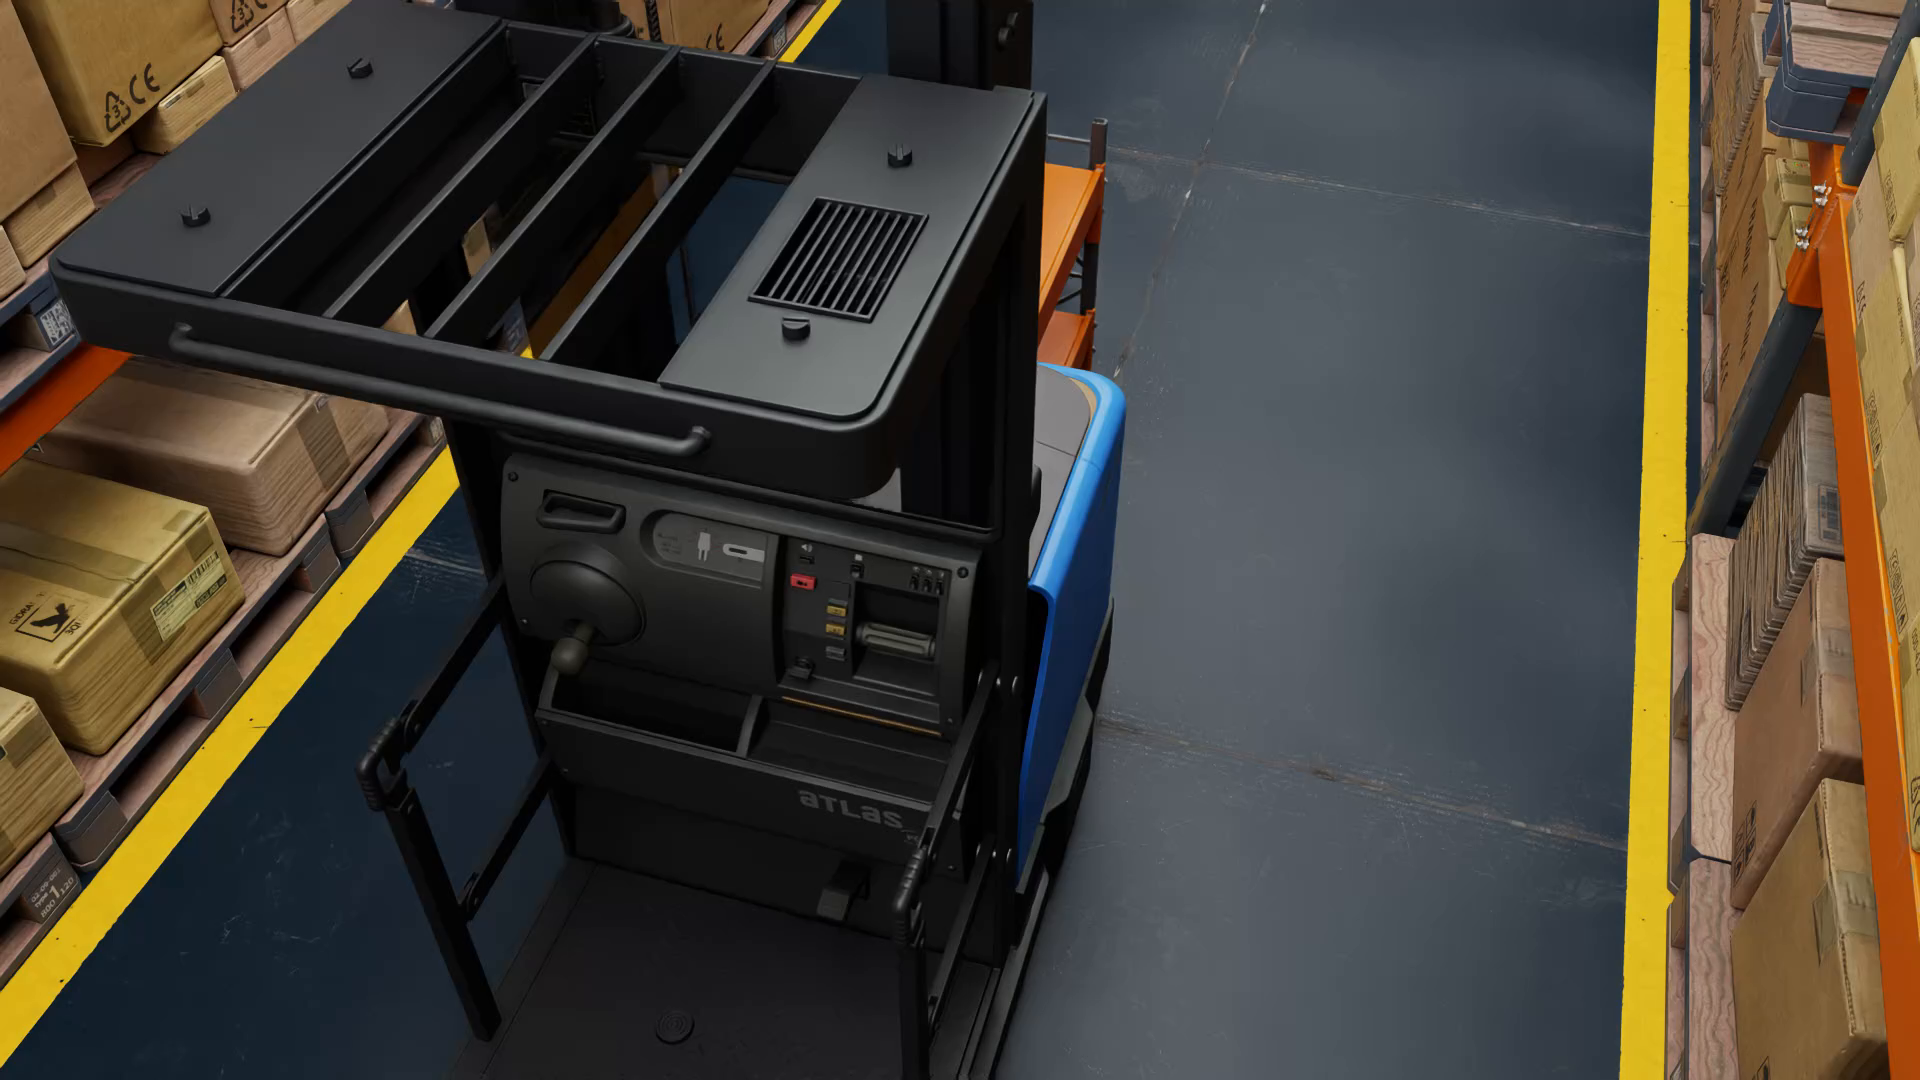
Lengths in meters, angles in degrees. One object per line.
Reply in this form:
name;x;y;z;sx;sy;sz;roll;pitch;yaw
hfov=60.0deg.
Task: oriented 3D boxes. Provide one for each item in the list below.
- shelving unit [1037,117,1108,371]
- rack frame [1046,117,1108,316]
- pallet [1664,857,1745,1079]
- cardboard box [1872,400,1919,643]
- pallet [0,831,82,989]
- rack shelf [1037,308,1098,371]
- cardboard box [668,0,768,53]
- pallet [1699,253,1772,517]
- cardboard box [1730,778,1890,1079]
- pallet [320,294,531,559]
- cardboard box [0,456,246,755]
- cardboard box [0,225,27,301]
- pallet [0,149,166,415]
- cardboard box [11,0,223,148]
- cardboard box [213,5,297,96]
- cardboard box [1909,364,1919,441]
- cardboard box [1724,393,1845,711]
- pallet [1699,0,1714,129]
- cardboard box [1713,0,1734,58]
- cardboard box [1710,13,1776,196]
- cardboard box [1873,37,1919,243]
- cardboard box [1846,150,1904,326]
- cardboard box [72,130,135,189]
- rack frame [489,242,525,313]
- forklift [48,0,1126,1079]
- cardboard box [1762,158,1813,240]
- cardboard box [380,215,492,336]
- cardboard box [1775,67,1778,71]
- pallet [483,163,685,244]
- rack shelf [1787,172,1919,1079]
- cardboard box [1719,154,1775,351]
shelving unit;0.048;-0.539;4.997;0.538;1.125;1.048;12;46;12
rack frame;0.193;-0.880;5.345;0.500;1.125;0.032;12;46;12
pallet;2.118;1.365;3.704;1.003;0.211;1.213;13;46;13
cardboard box;2.103;-0.006;3.219;0.500;0.250;0.500;11;45;11
pallet;-2.933;1.112;3.963;1.003;0.211;1.213;13;46;13
rack shelf;0.048;-0.365;5.168;0.538;0.278;1.000;12;46;12
cardboard box;-1.393;-2.459;6.837;0.875;0.875;0.875;13;46;13
pallet;3.038;-0.476;5.585;1.003;0.211;1.213;13;46;13
cardboard box;2.180;1.015;3.466;0.875;0.625;0.625;11;45;11
pallet;-2.194;-0.515;5.625;1.003;0.211;1.213;13;46;13
cardboard box;-2.587;0.130;4.551;0.950;0.372;0.625;14;46;14
cardboard box;-2.277;-0.590;3.588;0.380;0.149;0.250;14;46;14
pallet;-2.516;-0.635;3.891;1.003;0.211;1.213;13;46;13
cardboard box;-2.126;-1.278;3.827;0.500;0.500;0.500;10;45;10
cardboard box;-1.960;-1.286;4.299;0.380;0.149;0.250;11;45;11
cardboard box;2.081;-0.185;3.045;0.500;0.250;0.500;11;46;11
cardboard box;2.574;0.129;4.372;0.875;0.625;0.625;14;46;14
pallet;3.777;-2.102;7.248;1.003;0.211;1.213;13;46;13
cardboard box;3.475;-2.274;6.916;0.500;0.500;0.500;12;46;12
cardboard box;3.156;-1.598;6.225;0.500;0.500;0.500;11;45;11
cardboard box;2.385;-0.869;3.743;0.500;0.250;0.500;12;46;12
cardboard box;2.409;-0.685;3.913;0.500;0.250;0.500;13;46;13
cardboard box;-2.226;-0.959;3.965;0.380;0.149;0.250;13;46;13
rack frame;-1.956;-2.032;5.182;1.000;3.000;0.127;13;46;13
forklift;-0.483;0.203;2.947;1.130;2.935;3.031;12;46;12
cardboard box;2.738;-1.043;5.194;0.380;0.149;0.250;10;45;10
cardboard box;-2.136;-0.868;5.571;0.950;0.372;0.625;10;45;10
cardboard box;3.113;-1.732;5.899;0.380;0.149;0.250;11;45;11
pallet;-1.645;-1.545;6.678;1.003;0.211;1.213;13;46;13
rack shelf;2.171;0.607;2.999;1.077;0.370;4.000;13;46;13
cardboard box;2.861;-0.898;5.510;0.500;0.500;0.500;12;46;12
